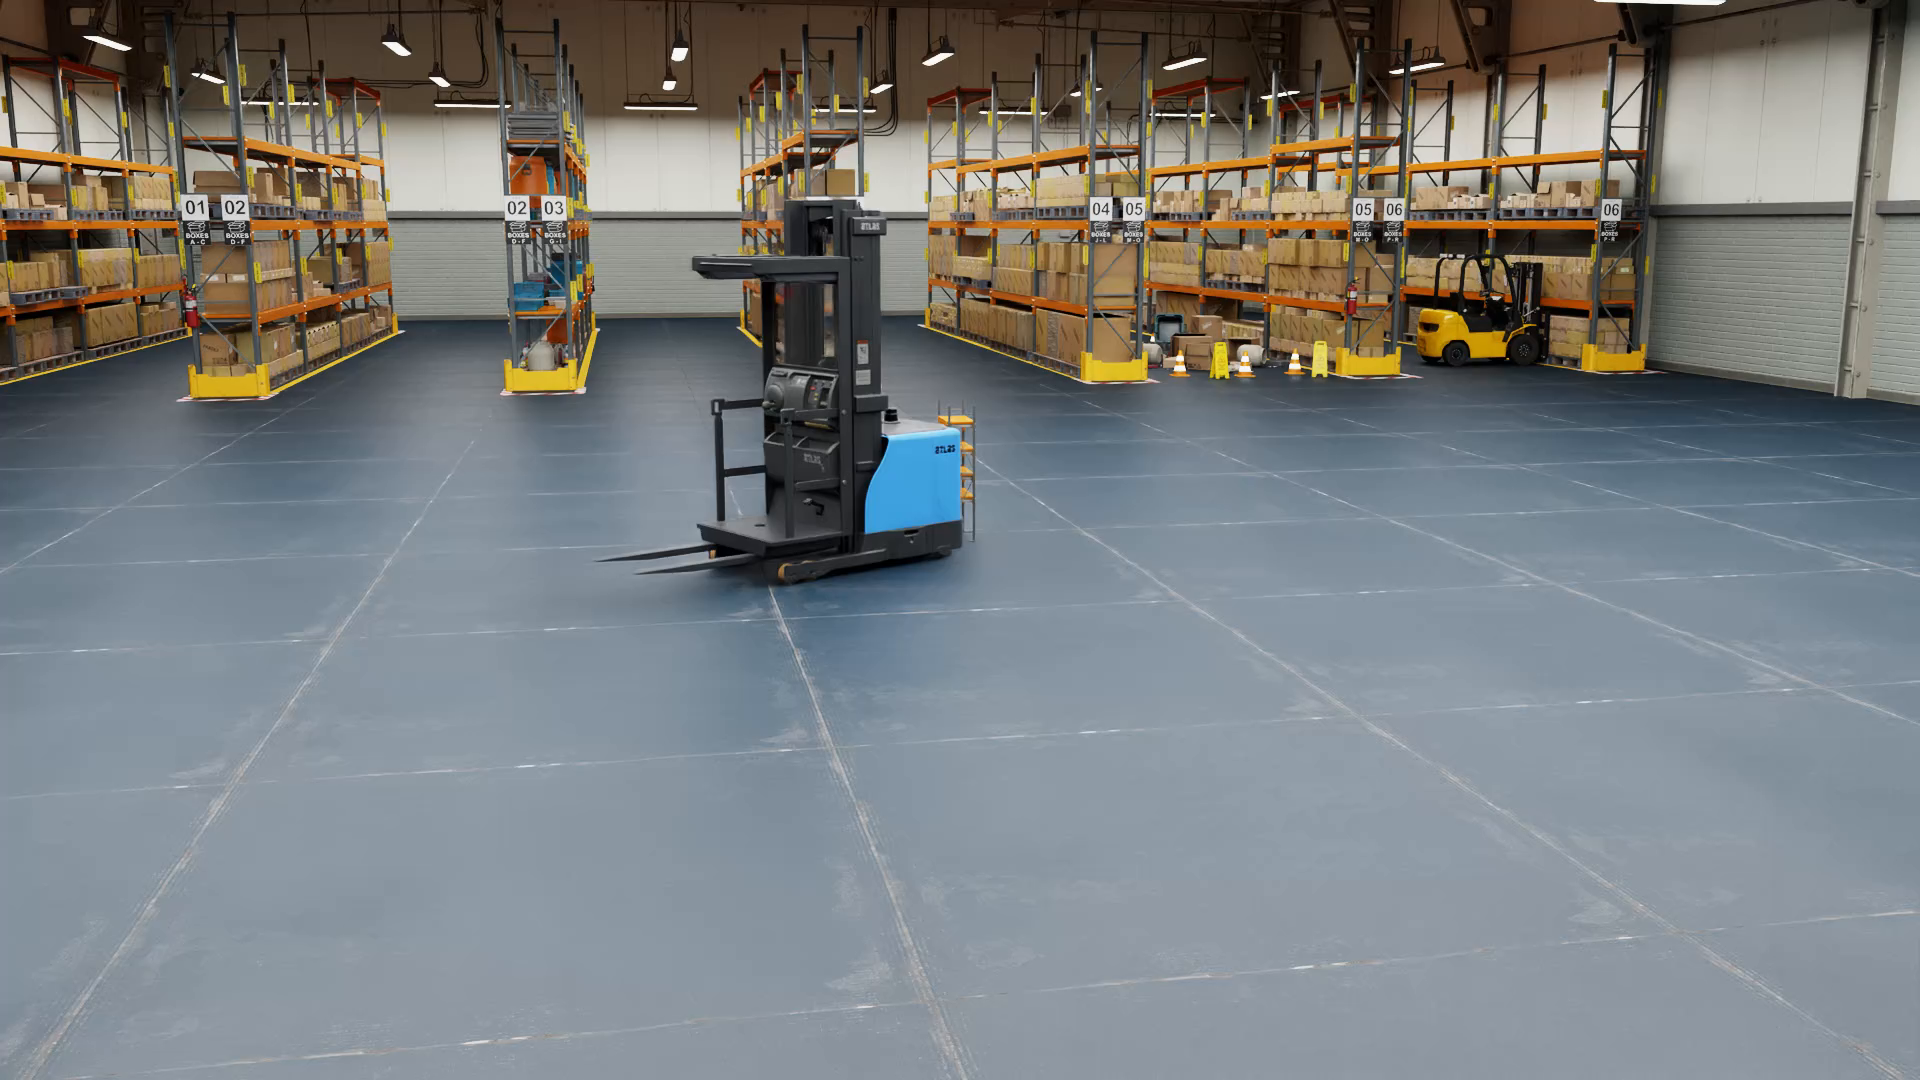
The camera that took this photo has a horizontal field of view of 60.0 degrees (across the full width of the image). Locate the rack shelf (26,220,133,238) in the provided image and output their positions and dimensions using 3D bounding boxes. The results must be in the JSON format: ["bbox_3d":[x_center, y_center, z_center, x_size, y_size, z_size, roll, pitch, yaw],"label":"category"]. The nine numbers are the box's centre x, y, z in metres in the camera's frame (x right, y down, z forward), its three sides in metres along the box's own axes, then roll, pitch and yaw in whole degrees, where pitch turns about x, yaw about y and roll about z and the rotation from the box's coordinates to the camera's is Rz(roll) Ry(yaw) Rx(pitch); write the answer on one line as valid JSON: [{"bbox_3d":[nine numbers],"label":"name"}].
[{"bbox_3d":[-18.655,-6.595,35.227,1.077,0.370,4.000,-2,11,-11],"label":"rack shelf"}]

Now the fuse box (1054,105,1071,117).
[{"bbox_3d":[3.112,-13.014,50.449,0.513,0.334,0.176,-2,11,-11],"label":"fuse box"}]

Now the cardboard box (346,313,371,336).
[{"bbox_3d":[-13.809,-4.931,38.089,0.500,0.500,0.500,-2,11,-11],"label":"cardboard box"}]

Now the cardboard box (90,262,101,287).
[{"bbox_3d":[-18.202,-5.508,34.497,0.500,0.500,0.500,-2,11,-9],"label":"cardboard box"}]

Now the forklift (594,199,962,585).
[{"bbox_3d":[-1.433,-1.205,13.188,3.031,2.935,1.130,-9,14,-39],"label":"forklift"}]

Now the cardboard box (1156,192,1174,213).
[{"bbox_3d":[5.140,-8.299,40.866,0.500,0.500,0.500,-2,11,-12],"label":"cardboard box"}]

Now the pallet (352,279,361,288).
[{"bbox_3d":[-14.137,-5.778,37.544,1.003,0.211,1.213,-2,11,-11],"label":"pallet"}]

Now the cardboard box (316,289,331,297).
[{"bbox_3d":[-12.962,-5.011,33.672,0.380,0.149,0.250,-2,11,-11],"label":"cardboard box"}]

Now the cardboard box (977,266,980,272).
[{"bbox_3d":[0.599,-6.162,37.804,0.380,0.149,0.250,-2,11,-9],"label":"cardboard box"}]

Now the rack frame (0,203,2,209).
[{"bbox_3d":[-17.488,-7.322,29.097,1.000,3.000,0.127,-2,11,-11],"label":"rack frame"}]

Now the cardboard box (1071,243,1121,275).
[{"bbox_3d":[2.519,-5.114,30.256,0.875,0.550,0.550,-2,11,-11],"label":"cardboard box"}]

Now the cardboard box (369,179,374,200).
[{"bbox_3d":[-14.631,-8.494,40.337,0.700,0.500,0.500,-2,11,-11],"label":"cardboard box"}]

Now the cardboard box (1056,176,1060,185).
[{"bbox_3d":[2.006,-6.716,31.086,0.380,0.149,0.250,-2,11,-11],"label":"cardboard box"}]

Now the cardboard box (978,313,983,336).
[{"bbox_3d":[0.713,-4.995,38.482,0.500,0.500,0.500,-2,11,-9],"label":"cardboard box"}]

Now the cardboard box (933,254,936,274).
[{"bbox_3d":[-0.415,-7.283,43.877,0.500,0.500,0.500,-2,11,-11],"label":"cardboard box"}]

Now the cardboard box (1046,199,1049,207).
[{"bbox_3d":[1.858,-6.464,31.895,0.380,0.149,0.250,-2,11,-12],"label":"cardboard box"}]

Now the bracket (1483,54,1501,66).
[{"bbox_3d":[11.769,-10.610,36.748,0.235,0.232,0.430,-2,11,-11],"label":"bracket"}]

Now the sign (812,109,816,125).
[{"bbox_3d":[-3.159,-9.115,35.809,0.100,0.325,0.005,-2,11,-11],"label":"sign"}]

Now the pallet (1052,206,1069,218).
[{"bbox_3d":[2.356,-6.133,31.112,1.003,0.211,1.213,-2,11,-11],"label":"pallet"}]

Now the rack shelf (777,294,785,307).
[{"bbox_3d":[-3.301,-4.928,34.492,1.077,0.370,4.000,-2,11,-11],"label":"rack shelf"}]

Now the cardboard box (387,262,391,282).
[{"bbox_3d":[-14.610,-6.733,41.783,0.500,0.500,0.500,-2,11,-9],"label":"cardboard box"}]

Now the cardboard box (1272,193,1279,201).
[{"bbox_3d":[6.550,-6.948,33.693,0.380,0.149,0.250,-2,11,-12],"label":"cardboard box"}]

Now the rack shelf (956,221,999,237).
[{"bbox_3d":[0.806,-7.297,38.916,1.077,0.370,4.000,-2,11,-11],"label":"rack shelf"}]

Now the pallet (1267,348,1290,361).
[{"bbox_3d":[6.974,-3.784,34.011,1.003,0.211,1.213,-2,11,-11],"label":"pallet"}]

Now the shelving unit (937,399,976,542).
[{"bbox_3d":[-0.032,-0.620,14.744,0.258,1.200,0.503,-2,11,-11],"label":"shelving unit"}]

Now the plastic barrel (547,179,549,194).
[{"bbox_3d":[-7.339,-5.978,28.434,0.600,0.588,0.600,0,11,0],"label":"plastic barrel"}]

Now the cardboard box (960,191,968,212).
[{"bbox_3d":[0.383,-8.200,40.341,0.700,0.500,0.500,-2,11,-11],"label":"cardboard box"}]

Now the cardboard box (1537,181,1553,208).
[{"bbox_3d":[11.953,-6.875,33.107,0.797,0.503,0.637,-2,11,-9],"label":"cardboard box"}]

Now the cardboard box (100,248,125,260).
[{"bbox_3d":[-18.612,-6.245,36.362,0.500,0.250,0.500,-2,11,-10],"label":"cardboard box"}]

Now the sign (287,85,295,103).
[{"bbox_3d":[-12.081,-8.055,30.028,0.100,0.325,0.005,-2,11,-11],"label":"sign"}]

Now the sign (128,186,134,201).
[{"bbox_3d":[-18.514,-7.746,37.122,0.100,0.325,0.005,-2,11,-11],"label":"sign"}]

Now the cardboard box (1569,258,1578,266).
[{"bbox_3d":[12.023,-5.386,32.174,0.380,0.149,0.250,-2,11,-10],"label":"cardboard box"}]

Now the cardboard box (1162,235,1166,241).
[{"bbox_3d":[5.381,-7.715,42.534,0.380,0.149,0.250,-2,11,-10],"label":"cardboard box"}]

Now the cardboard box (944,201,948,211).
[{"bbox_3d":[-0.118,-8.456,42.145,0.500,0.250,0.500,-2,11,-9],"label":"cardboard box"}]

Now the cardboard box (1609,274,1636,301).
[{"bbox_3d":[12.631,-4.873,32.009,0.500,0.500,0.500,-2,11,-9],"label":"cardboard box"}]

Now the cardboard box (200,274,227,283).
[{"bbox_3d":[-12.113,-4.253,27.016,0.380,0.149,0.250,-2,11,-12],"label":"cardboard box"}]

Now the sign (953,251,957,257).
[{"bbox_3d":[-0.114,-6.948,40.864,0.100,0.325,0.005,-2,11,-11],"label":"sign"}]

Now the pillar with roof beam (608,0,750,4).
[{"bbox_3d":[-9.128,-14.707,44.634,6.894,0.400,0.400,-2,11,-11],"label":"pillar with roof beam"}]

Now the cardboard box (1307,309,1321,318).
[{"bbox_3d":[6.943,-4.381,32.184,0.380,0.149,0.250,-2,11,-9],"label":"cardboard box"}]

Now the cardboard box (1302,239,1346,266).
[{"bbox_3d":[6.982,-5.497,31.817,0.700,0.500,0.500,-2,11,-12],"label":"cardboard box"}]

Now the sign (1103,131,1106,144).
[{"bbox_3d":[3.929,-10.941,45.191,0.100,0.325,0.005,-2,11,-11],"label":"sign"}]

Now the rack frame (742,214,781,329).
[{"bbox_3d":[-5.246,-7.116,44.061,1.000,3.000,0.127,-2,11,-11],"label":"rack frame"}]

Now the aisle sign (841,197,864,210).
[{"bbox_3d":[-1.828,-5.458,28.397,0.394,0.787,0.004,-2,11,-11],"label":"aisle sign"}]

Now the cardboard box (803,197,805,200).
[{"bbox_3d":[-2.494,-5.817,28.547,0.380,0.149,0.250,-2,11,-11],"label":"cardboard box"}]

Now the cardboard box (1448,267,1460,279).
[{"bbox_3d":[11.130,-5.897,36.722,0.500,0.250,0.500,-2,11,-10],"label":"cardboard box"}]

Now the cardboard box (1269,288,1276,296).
[{"bbox_3d":[6.556,-5.083,34.049,0.380,0.149,0.250,-2,11,-11],"label":"cardboard box"}]

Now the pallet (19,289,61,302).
[{"bbox_3d":[-17.841,-4.652,31.631,1.003,0.211,1.213,-2,11,-11],"label":"pallet"}]

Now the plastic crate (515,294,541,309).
[{"bbox_3d":[-7.504,-4.128,28.762,0.499,0.251,0.408,-2,11,-11],"label":"plastic crate"}]

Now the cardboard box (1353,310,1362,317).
[{"bbox_3d":[10.201,-5.616,41.744,0.500,0.500,0.500,-2,11,-13],"label":"cardboard box"}]

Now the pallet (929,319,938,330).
[{"bbox_3d":[-0.223,-5.744,44.309,1.003,0.211,1.213,-2,11,-11],"label":"pallet"}]

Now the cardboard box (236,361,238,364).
[{"bbox_3d":[-12.355,-2.856,27.911,0.500,0.250,0.500,-2,11,-11],"label":"cardboard box"}]

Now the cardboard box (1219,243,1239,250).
[{"bbox_3d":[6.175,-6.649,38.664,0.500,0.500,0.500,-2,11,-13],"label":"cardboard box"}]

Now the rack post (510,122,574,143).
[{"bbox_3d":[-7.014,-6.846,27.935,0.937,0.300,0.954,-1,11,-5],"label":"rack post"}]

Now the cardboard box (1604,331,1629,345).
[{"bbox_3d":[12.567,-3.918,32.152,0.500,0.250,0.500,-2,11,-10],"label":"cardboard box"}]
